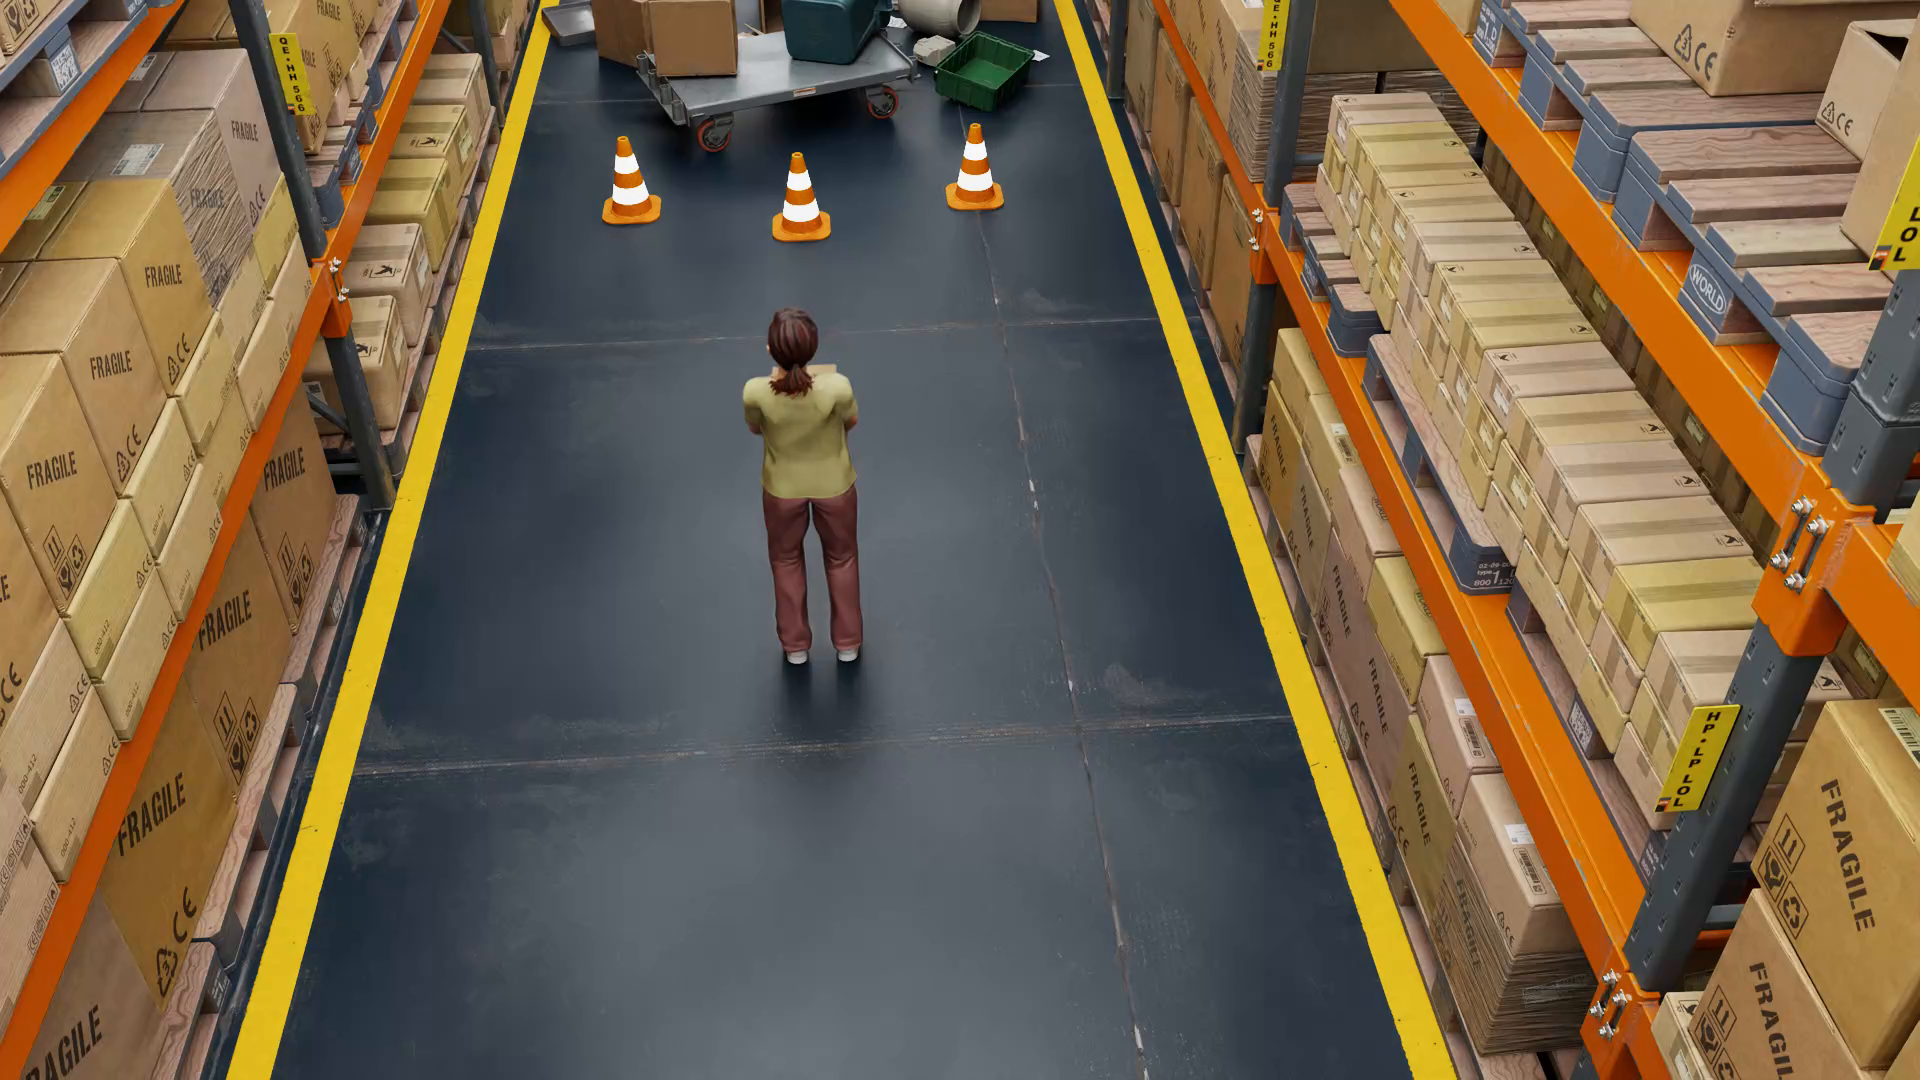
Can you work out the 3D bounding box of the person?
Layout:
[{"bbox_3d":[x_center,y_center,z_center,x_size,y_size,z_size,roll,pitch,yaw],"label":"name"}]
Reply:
[{"bbox_3d":[-0.595,-0.241,6.459,0.426,1.662,0.554,-3,39,-3],"label":"person"}]
